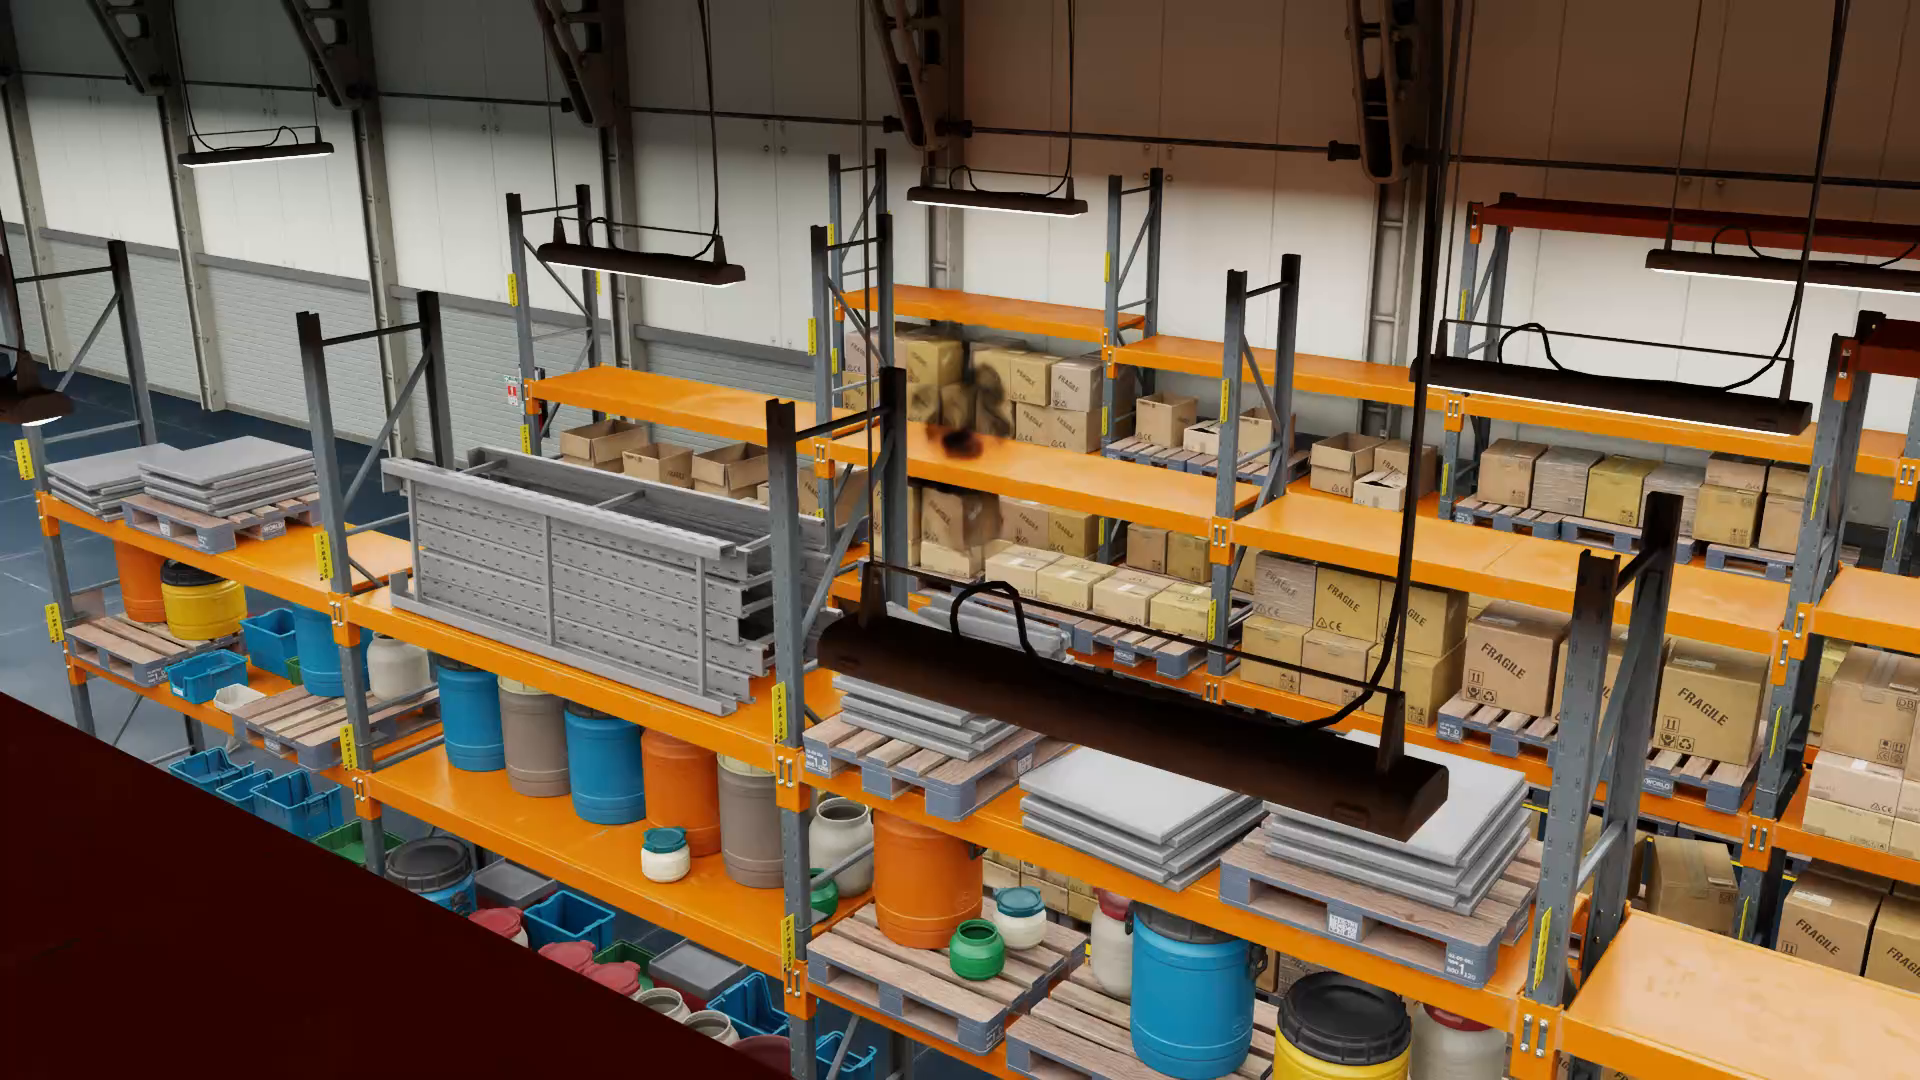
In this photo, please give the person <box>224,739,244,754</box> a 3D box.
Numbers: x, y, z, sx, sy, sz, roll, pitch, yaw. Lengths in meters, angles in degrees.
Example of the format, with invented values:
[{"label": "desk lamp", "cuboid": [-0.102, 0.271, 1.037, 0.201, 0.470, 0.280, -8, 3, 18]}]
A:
[{"label": "person", "cuboid": [-7.664, 1.556, 18.149, 1.016, 1.563, 0.648, -9, 20, -24]}]
